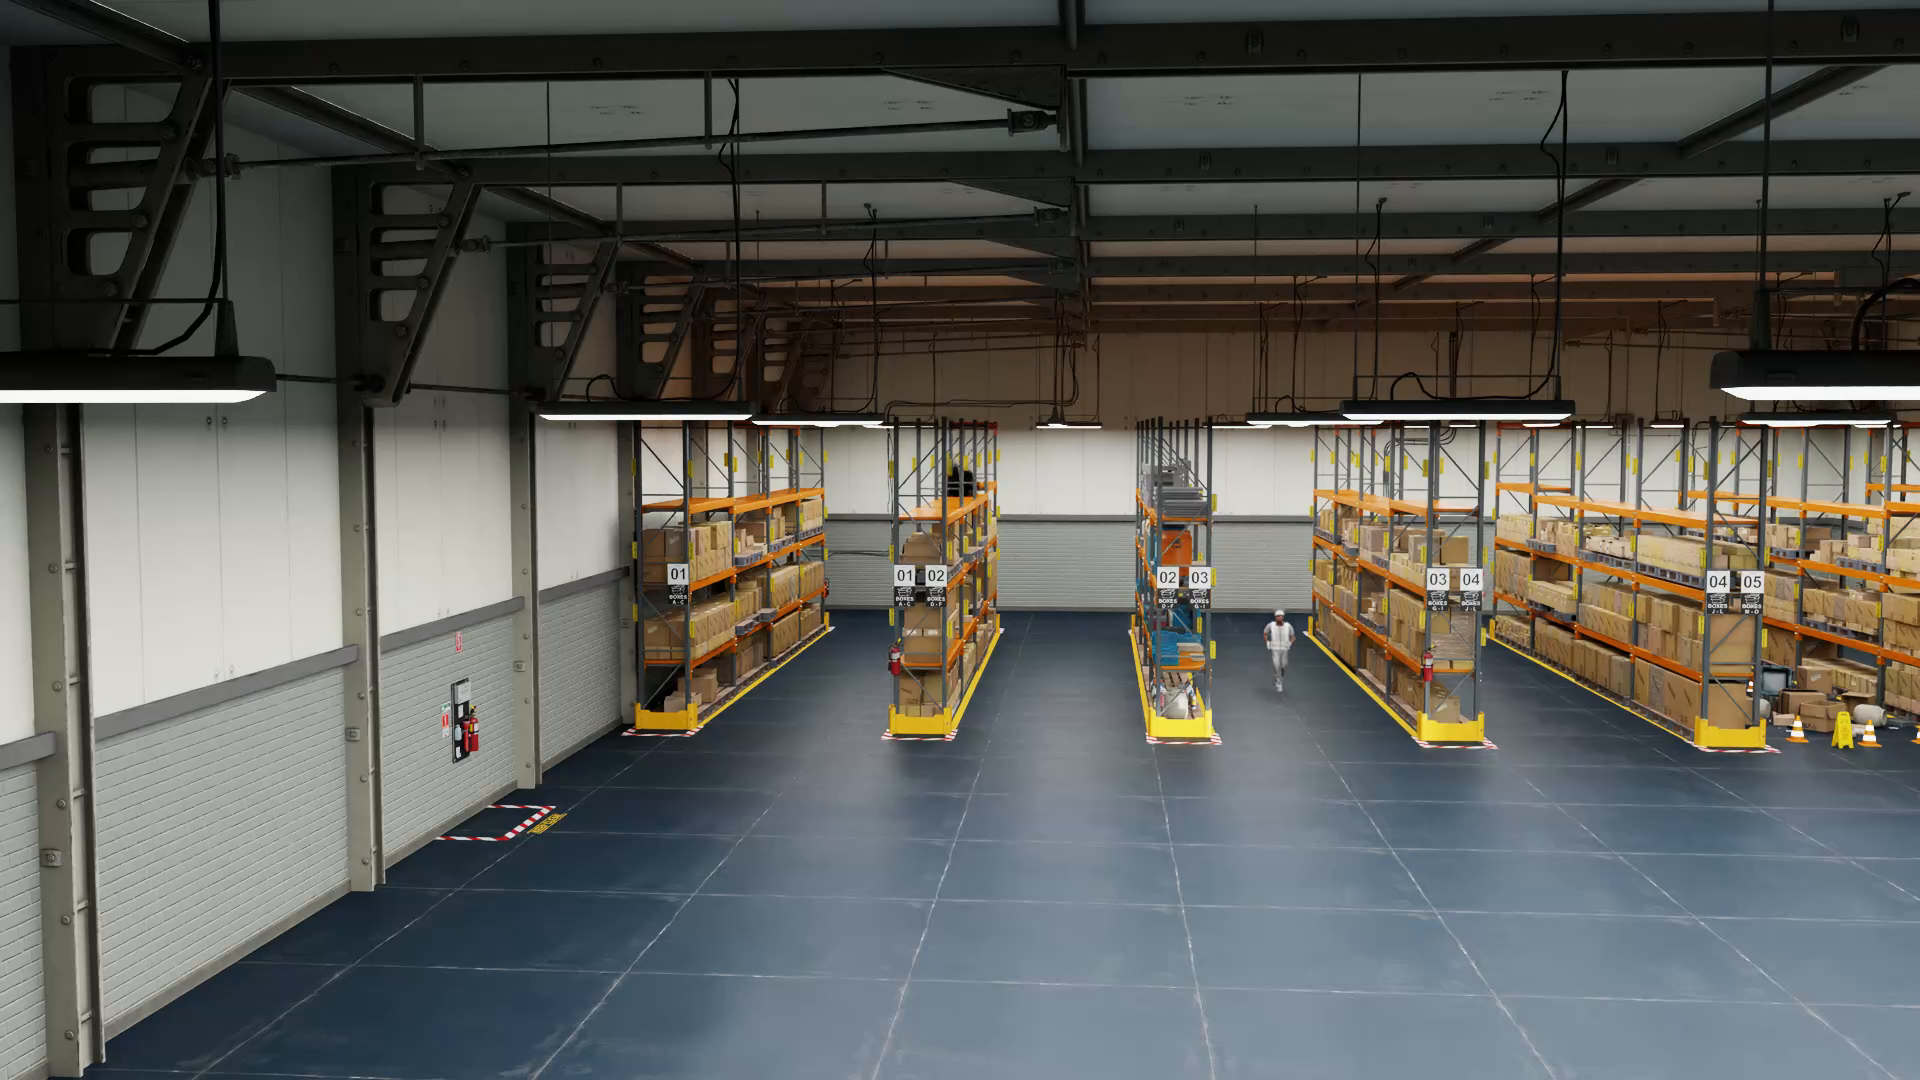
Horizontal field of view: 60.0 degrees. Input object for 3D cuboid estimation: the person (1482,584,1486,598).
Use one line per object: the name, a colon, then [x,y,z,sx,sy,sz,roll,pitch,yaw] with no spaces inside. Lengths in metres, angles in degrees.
person: [14.552,1.776,47.106,0.700,1.755,0.717,-1,4,-21]

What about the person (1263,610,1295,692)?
person: [7.068,2.434,36.818,0.688,1.779,0.871,0,4,2]

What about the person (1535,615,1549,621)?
person: [16.540,1.784,47.373,0.783,1.780,0.642,0,4,3]
